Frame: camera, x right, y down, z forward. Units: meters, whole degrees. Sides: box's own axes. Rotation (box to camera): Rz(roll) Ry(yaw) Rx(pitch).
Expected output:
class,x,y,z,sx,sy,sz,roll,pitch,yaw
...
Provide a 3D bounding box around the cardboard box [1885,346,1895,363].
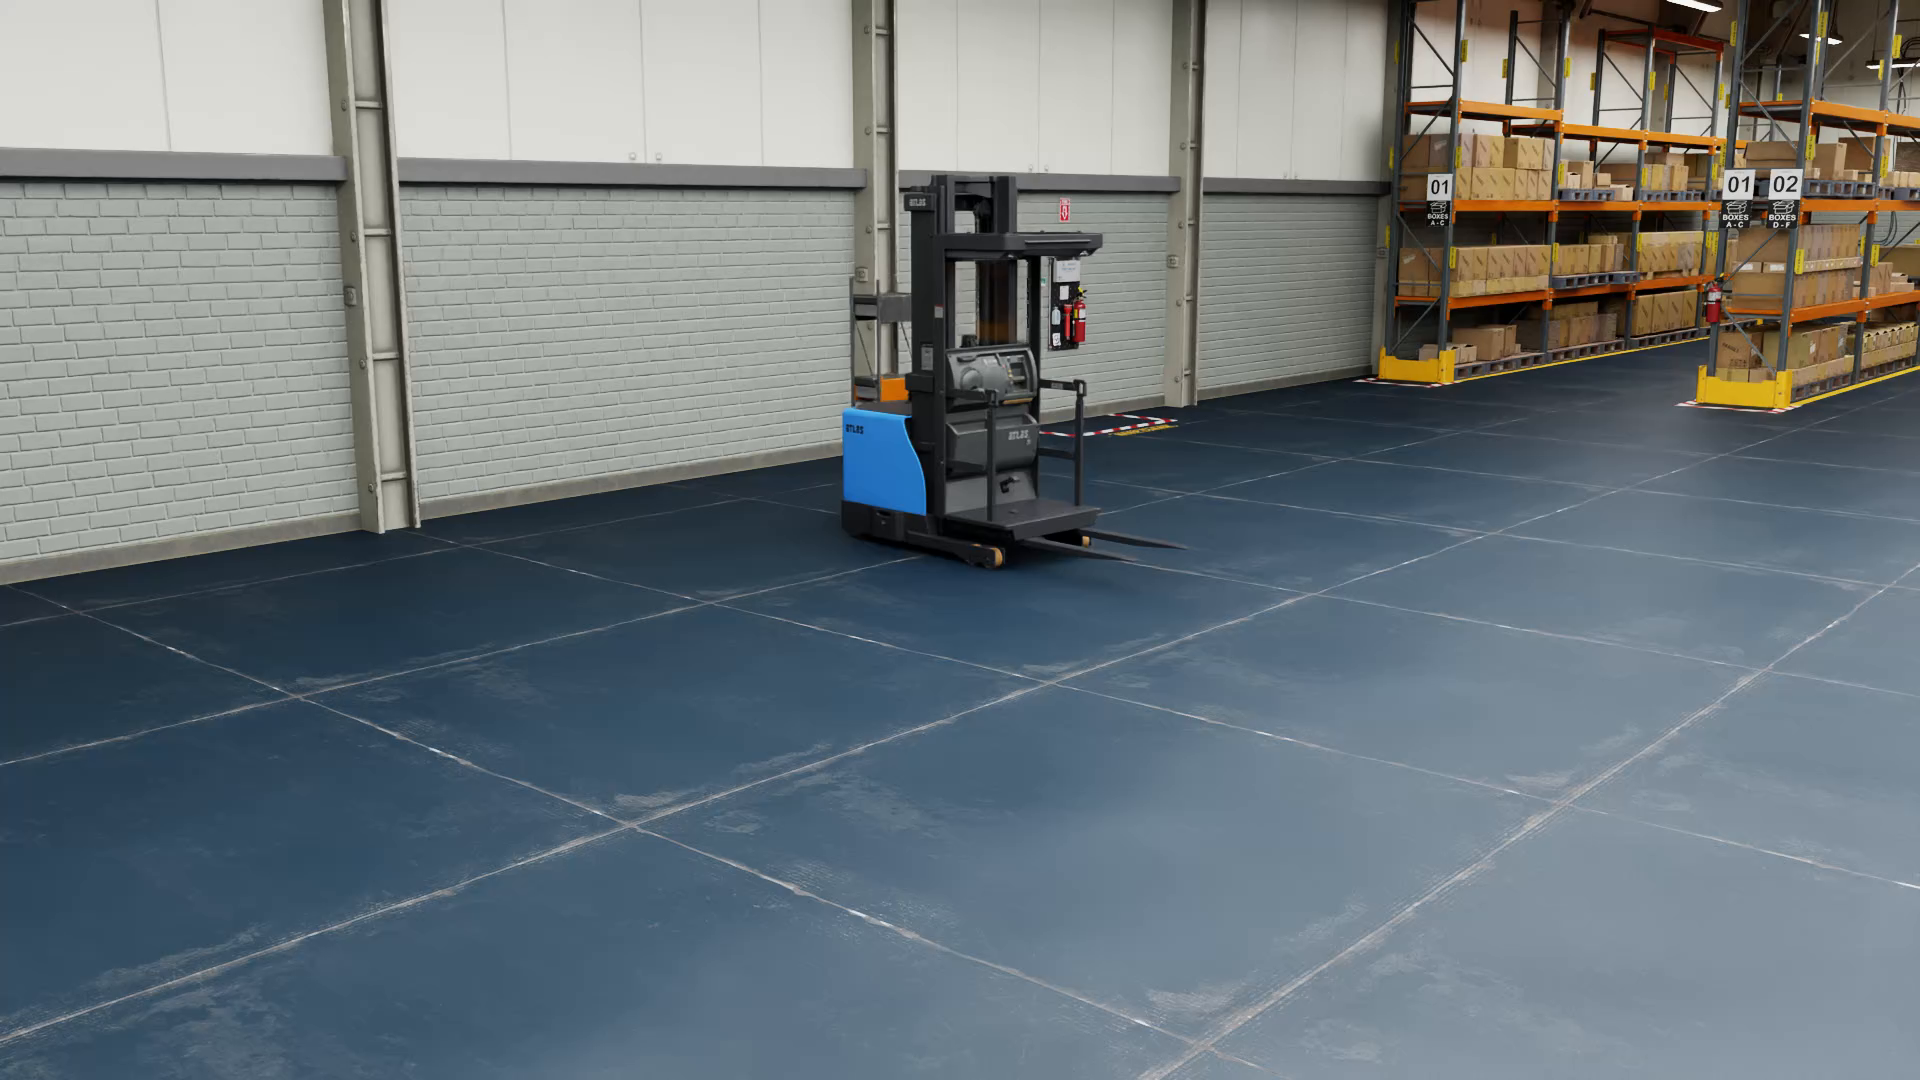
class,x,y,z,sx,sy,sz,roll,pitch,yaw
cardboard box,15.030,-3.068,27.360,0.500,0.250,0.500,10,15,41

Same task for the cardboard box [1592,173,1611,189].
class,x,y,z,sx,sy,sz,roll,pitch,yaw
cardboard box,11.555,-6.538,30.811,0.637,0.503,0.797,-10,15,-40

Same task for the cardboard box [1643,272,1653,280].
class,x,y,z,sx,sy,sz,roll,pitch,yaw
cardboard box,13.283,-5.154,32.448,0.380,0.149,0.250,10,15,42

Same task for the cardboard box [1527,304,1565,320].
class,x,y,z,sx,sy,sz,roll,pitch,yaw
cardboard box,10.601,-4.130,30.073,0.500,0.250,0.500,9,15,39

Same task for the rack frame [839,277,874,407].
class,x,y,z,sx,sy,sz,roll,pitch,yaw
rack frame,-0.872,-1.197,14.307,0.015,2.100,0.400,-10,14,-42

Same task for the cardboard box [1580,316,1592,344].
class,x,y,z,sx,sy,sz,roll,pitch,yaw
cardboard box,11.310,-3.925,30.961,0.700,0.500,0.500,10,15,40

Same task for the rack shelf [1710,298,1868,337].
class,x,y,z,sx,sy,sz,roll,pitch,yaw
rack shelf,12.243,-3.309,24.459,1.077,0.370,4.000,10,15,40

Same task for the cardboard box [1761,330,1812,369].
class,x,y,z,sx,sy,sz,roll,pitch,yaw
cardboard box,11.772,-2.717,23.691,0.500,0.500,0.500,10,15,40

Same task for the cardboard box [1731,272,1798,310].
class,x,y,z,sx,sy,sz,roll,pitch,yaw
cardboard box,11.240,-3.484,23.241,0.700,0.500,0.500,10,15,40

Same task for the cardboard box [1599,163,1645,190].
class,x,y,z,sx,sy,sz,roll,pitch,yaw
cardboard box,12.751,-6.998,32.053,0.700,0.500,0.500,8,14,36

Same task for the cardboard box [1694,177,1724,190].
class,x,y,z,sx,sy,sz,roll,pitch,yaw
cardboard box,15.775,-7.493,34.967,0.500,0.250,0.500,10,15,40

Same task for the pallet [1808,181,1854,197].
class,x,y,z,sx,sy,sz,roll,pitch,yaw
pallet,12.214,-5.077,24.037,1.003,0.211,1.213,10,15,40

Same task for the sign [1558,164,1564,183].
class,x,y,z,sx,sy,sz,roll,pitch,yaw
sign,10.252,-6.252,28.376,0.100,0.325,0.005,10,15,40

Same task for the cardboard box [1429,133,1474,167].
class,x,y,z,sx,sy,sz,roll,pitch,yaw
cardboard box,7.636,-6.053,25.842,0.500,0.500,0.500,8,14,36

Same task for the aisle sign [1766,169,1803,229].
class,x,y,z,sx,sy,sz,roll,pitch,yaw
aisle sign,11.109,-4.594,22.414,0.394,0.787,0.004,10,15,40

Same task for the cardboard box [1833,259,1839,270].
class,x,y,z,sx,sy,sz,roll,pitch,yaw
cardboard box,12.705,-4.069,24.515,0.380,0.149,0.250,10,15,42

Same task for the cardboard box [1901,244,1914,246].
class,x,y,z,sx,sy,sz,roll,pitch,yaw
cardboard box,17.957,-5.238,30.952,0.500,0.500,0.700,-9,15,-39

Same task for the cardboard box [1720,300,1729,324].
class,x,y,z,sx,sy,sz,roll,pitch,yaw
cardboard box,16.366,-4.999,36.391,0.700,0.500,0.500,10,15,42

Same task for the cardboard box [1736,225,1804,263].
class,x,y,z,sx,sy,sz,roll,pitch,yaw
cardboard box,11.275,-4.128,23.153,0.700,0.500,0.500,10,15,41

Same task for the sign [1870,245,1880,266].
class,x,y,z,sx,sy,sz,roll,pitch,yaw
sign,13.981,-4.348,25.411,0.100,0.325,0.005,10,15,40

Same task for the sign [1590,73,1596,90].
class,x,y,z,sx,sy,sz,roll,pitch,yaw
sign,12.061,-8.734,31.674,0.100,0.325,0.005,10,15,40

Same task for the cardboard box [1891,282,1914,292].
class,x,y,z,sx,sy,sz,roll,pitch,yaw
cardboard box,15.817,-4.254,27.991,0.380,0.149,0.250,10,15,40

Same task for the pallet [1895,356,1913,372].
class,x,y,z,sx,sy,sz,roll,pitch,yaw
pallet,15.631,-3.061,28.500,1.003,0.211,1.213,10,15,40

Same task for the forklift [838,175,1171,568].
class,x,y,z,sx,sy,sz,roll,pitch,yaw
forklift,0.320,-1.336,12.917,1.130,2.935,3.031,-9,15,-39

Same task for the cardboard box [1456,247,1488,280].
class,x,y,z,sx,sy,sz,roll,pitch,yaw
cardboard box,8.074,-4.415,26.573,0.500,0.500,0.500,10,15,41

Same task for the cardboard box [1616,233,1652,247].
class,x,y,z,sx,sy,sz,roll,pitch,yaw
cardboard box,12.992,-5.795,32.086,0.500,0.250,0.500,10,15,42

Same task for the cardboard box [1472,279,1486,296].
class,x,y,z,sx,sy,sz,roll,pitch,yaw
cardboard box,8.092,-4.053,26.678,0.500,0.250,0.500,9,15,39

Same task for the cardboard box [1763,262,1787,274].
class,x,y,z,sx,sy,sz,roll,pitch,yaw
cardboard box,11.343,-3.765,22.992,0.380,0.149,0.250,10,15,40

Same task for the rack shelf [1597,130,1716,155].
class,x,y,z,sx,sy,sz,roll,pitch,yaw
rack shelf,13.800,-7.872,33.007,1.077,0.370,4.000,10,15,40

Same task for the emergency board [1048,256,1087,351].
class,x,y,z,sx,sy,sz,roll,pitch,yaw
emergency board,1.391,-2.981,20.979,0.194,1.169,0.643,10,15,40

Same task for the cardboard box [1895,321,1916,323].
class,x,y,z,sx,sy,sz,roll,pitch,yaw
cardboard box,16.719,-3.565,29.160,0.500,0.500,0.500,11,15,43

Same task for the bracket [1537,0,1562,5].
class,x,y,z,sx,sy,sz,roll,pitch,yaw
bracket,9.253,-9.324,28.228,0.076,0.066,4.783,10,15,40

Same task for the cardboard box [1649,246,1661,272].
class,x,y,z,sx,sy,sz,roll,pitch,yaw
cardboard box,13.346,-5.504,32.543,0.500,0.500,0.500,10,15,42

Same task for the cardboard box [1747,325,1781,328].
class,x,y,z,sx,sy,sz,roll,pitch,yaw
cardboard box,12.033,-2.933,24.771,0.500,0.500,0.500,10,15,40

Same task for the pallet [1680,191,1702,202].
class,x,y,z,sx,sy,sz,roll,pitch,yaw
pallet,14.552,-7.009,33.976,0.805,0.209,1.217,9,14,38

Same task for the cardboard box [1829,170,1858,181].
class,x,y,z,sx,sy,sz,roll,pitch,yaw
cardboard box,12.972,-5.366,24.472,0.380,0.149,0.250,10,15,40

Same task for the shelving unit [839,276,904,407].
class,x,y,z,sx,sy,sz,roll,pitch,yaw
shelving unit,-0.693,-1.229,14.470,0.503,2.100,0.431,-10,14,-42

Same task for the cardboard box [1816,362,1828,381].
class,x,y,z,sx,sy,sz,roll,pitch,yaw
cardboard box,12.435,-2.496,24.498,0.500,0.250,0.500,10,15,40

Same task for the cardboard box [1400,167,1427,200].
class,x,y,z,sx,sy,sz,roll,pitch,yaw
cardboard box,7.284,-5.632,26.285,0.500,0.500,0.500,-11,16,-43

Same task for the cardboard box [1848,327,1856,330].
class,x,y,z,sx,sy,sz,roll,pitch,yaw
cardboard box,14.620,-3.410,27.640,0.500,0.311,0.500,10,15,40

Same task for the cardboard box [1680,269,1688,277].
class,x,y,z,sx,sy,sz,roll,pitch,yaw
cardboard box,14.626,-5.455,33.953,0.380,0.149,0.250,10,15,40

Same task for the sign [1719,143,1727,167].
class,x,y,z,sx,sy,sz,roll,pitch,yaw
sign,10.524,-5.306,22.904,0.100,0.325,0.005,10,15,40

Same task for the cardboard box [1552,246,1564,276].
class,x,y,z,sx,sy,sz,roll,pitch,yaw
cardboard box,10.201,-4.932,29.366,0.700,0.500,0.500,10,15,41

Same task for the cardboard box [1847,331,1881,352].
class,x,y,z,sx,sy,sz,roll,pitch,yaw
cardboard box,14.357,-3.191,26.543,0.500,0.311,0.500,10,15,40

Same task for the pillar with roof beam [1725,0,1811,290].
class,x,y,z,sx,sy,sz,roll,pitch,yaw
pillar with roof beam,22.127,-9.256,37.080,9.100,9.000,0.548,10,15,40

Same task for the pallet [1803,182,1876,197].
class,x,y,z,sx,sy,sz,roll,pitch,yaw
pallet,13.020,-5.255,24.932,1.003,0.211,1.213,10,15,40

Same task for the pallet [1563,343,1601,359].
class,x,y,z,sx,sy,sz,roll,pitch,yaw
pallet,11.158,-3.524,30.816,1.003,0.211,1.213,10,15,40

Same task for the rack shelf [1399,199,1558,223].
class,x,y,z,sx,sy,sz,roll,pitch,yaw
rack shelf,8.519,-5.420,27.369,1.077,0.370,4.000,10,15,40

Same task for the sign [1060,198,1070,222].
class,x,y,z,sx,sy,sz,roll,pitch,yaw
sign,1.311,-4.130,20.811,0.001,0.298,0.199,10,15,40

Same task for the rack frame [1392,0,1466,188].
class,x,y,z,sx,sy,sz,roll,pitch,yaw
rack frame,7.199,-6.950,25.532,1.000,3.000,0.127,10,15,40

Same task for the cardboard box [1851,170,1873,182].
class,x,y,z,sx,sy,sz,roll,pitch,yaw
cardboard box,13.977,-5.649,25.989,0.500,0.250,0.500,-10,15,-42

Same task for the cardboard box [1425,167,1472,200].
class,x,y,z,sx,sy,sz,roll,pitch,yaw
cardboard box,7.608,-5.555,25.898,0.500,0.500,0.500,10,15,42

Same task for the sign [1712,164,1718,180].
class,x,y,z,sx,sy,sz,roll,pitch,yaw
sign,15.535,-7.583,34.239,0.100,0.325,0.005,10,15,40

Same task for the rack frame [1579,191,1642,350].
class,x,y,z,sx,sy,sz,roll,pitch,yaw
rack frame,12.480,-5.185,32.012,1.000,3.000,0.127,10,15,40
